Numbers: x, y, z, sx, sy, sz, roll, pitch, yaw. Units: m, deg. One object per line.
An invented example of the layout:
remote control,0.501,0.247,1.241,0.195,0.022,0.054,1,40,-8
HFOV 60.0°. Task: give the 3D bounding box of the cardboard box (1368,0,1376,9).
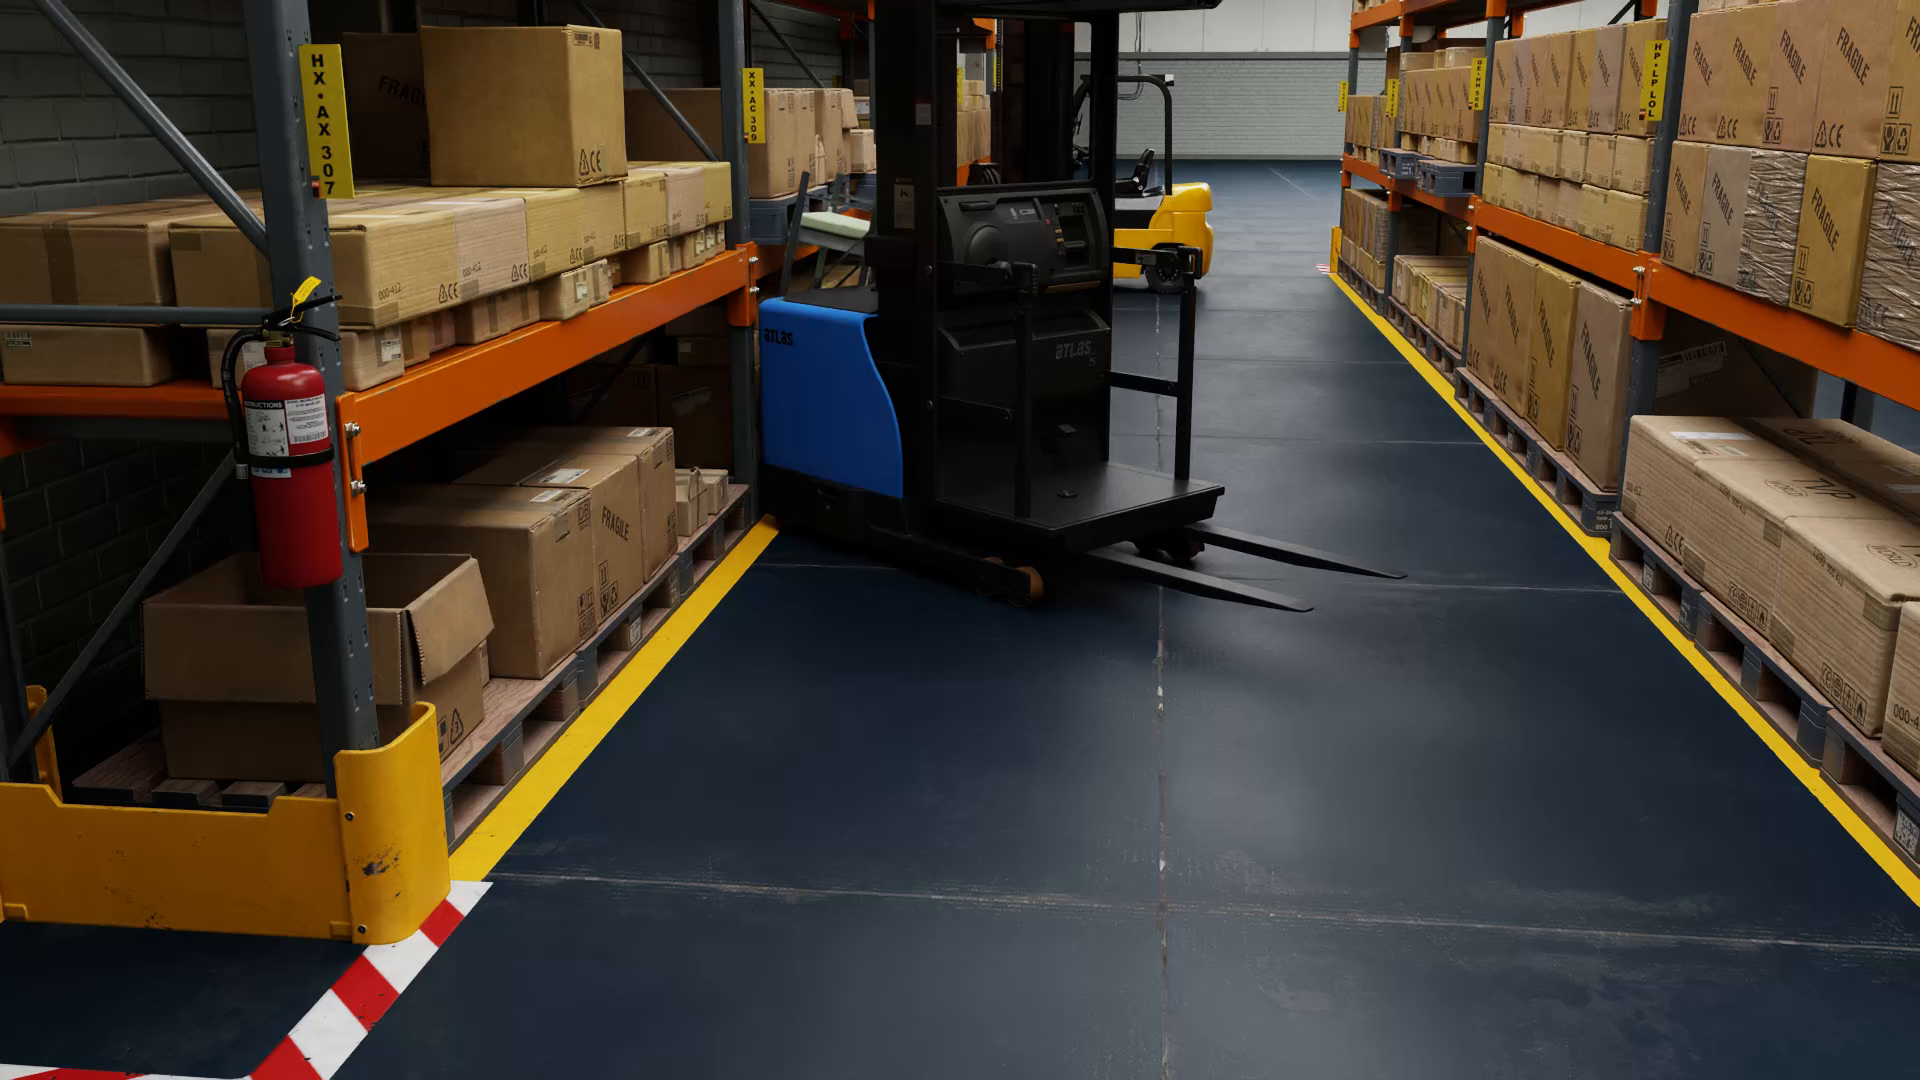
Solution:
cardboard box,4.316,-5.426,16.716,0.380,0.149,0.250,2,15,7

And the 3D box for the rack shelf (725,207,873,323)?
rack shelf,-1.243,-1.715,9.636,1.077,0.370,4.000,2,15,6

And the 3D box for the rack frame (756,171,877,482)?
rack frame,-0.708,-0.970,7.948,0.400,1.500,0.023,14,13,5

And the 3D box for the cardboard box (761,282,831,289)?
cardboard box,-0.997,-1.484,10.146,0.380,0.149,0.250,1,15,5

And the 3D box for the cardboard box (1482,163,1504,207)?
cardboard box,3.610,-2.244,10.501,0.500,0.250,0.500,1,15,5

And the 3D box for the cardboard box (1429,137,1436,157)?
cardboard box,3.815,-3.013,12.736,0.380,0.149,0.250,1,15,4

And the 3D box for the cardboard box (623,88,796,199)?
cardboard box,-1.192,-1.913,7.996,0.700,0.500,0.500,2,15,8

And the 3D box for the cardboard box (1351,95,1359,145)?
cardboard box,4.434,-4.453,17.624,0.500,0.500,0.500,2,15,8

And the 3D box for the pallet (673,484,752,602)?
pallet,-1.547,-0.019,7.329,1.003,0.211,1.213,2,15,6

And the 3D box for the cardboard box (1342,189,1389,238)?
cardboard box,4.450,-3.541,18.037,0.500,0.500,0.500,1,15,4

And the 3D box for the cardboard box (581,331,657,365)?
cardboard box,-1.714,-0.957,8.195,0.380,0.149,0.250,1,15,4

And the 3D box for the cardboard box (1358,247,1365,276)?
cardboard box,4.278,-2.780,16.660,0.500,0.250,0.500,2,15,7

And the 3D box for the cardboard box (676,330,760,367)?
cardboard box,-1.164,-0.938,8.126,0.380,0.149,0.250,2,15,9

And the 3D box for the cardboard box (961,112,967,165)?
cardboard box,-0.214,-3.910,16.183,0.500,0.500,0.500,2,15,7

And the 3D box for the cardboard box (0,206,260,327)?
cardboard box,-2.132,-0.704,4.238,0.500,0.250,0.500,2,15,8

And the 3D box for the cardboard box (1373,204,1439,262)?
cardboard box,4.167,-2.872,15.563,0.500,0.500,0.500,1,15,5

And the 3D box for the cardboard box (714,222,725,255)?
cardboard box,-1.254,-1.332,7.323,0.380,0.149,0.250,2,15,7

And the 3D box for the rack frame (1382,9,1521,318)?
rack frame,4.367,-3.473,14.760,1.000,3.000,0.127,2,15,6

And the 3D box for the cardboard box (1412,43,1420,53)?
cardboard box,4.763,-4.655,16.452,0.700,0.500,0.500,2,15,6

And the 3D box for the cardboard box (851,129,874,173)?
cardboard box,-0.815,-2.428,10.378,0.500,0.250,0.500,1,15,4

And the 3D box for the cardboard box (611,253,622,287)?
cardboard box,-1.464,-0.998,6.087,0.380,0.149,0.250,2,15,7

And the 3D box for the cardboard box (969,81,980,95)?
cardboard box,0.010,-4.728,17.396,0.380,0.149,0.250,2,15,7

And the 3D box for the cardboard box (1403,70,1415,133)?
cardboard box,3.973,-3.625,13.755,0.500,0.500,0.500,2,15,6

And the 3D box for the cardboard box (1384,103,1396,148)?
cardboard box,4.170,-3.788,15.162,0.500,0.500,0.500,1,15,5

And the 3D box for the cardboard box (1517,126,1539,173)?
cardboard box,3.485,-2.218,9.446,0.500,0.250,0.500,2,15,6

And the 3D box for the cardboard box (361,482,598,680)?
cardboard box,-1.622,0.121,5.451,0.700,0.500,0.500,2,15,9

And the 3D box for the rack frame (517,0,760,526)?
rack frame,-1.469,-1.544,7.624,1.000,3.000,0.127,2,15,6

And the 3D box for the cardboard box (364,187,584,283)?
cardboard box,-1.490,-0.949,5.144,0.500,0.250,0.500,1,15,5

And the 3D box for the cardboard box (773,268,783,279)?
cardboard box,-1.386,-1.764,11.181,0.380,0.149,0.250,2,15,9

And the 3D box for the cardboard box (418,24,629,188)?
cardboard box,-1.432,-1.438,5.515,0.500,0.500,0.500,2,15,8

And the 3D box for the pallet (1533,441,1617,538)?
pallet,3.476,-0.255,8.199,1.003,0.211,1.213,2,15,6

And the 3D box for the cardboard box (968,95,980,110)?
cardboard box,0.004,-4.586,17.440,0.380,0.149,0.250,2,15,7

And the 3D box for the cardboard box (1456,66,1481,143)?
cardboard box,3.690,-2.956,11.283,0.500,0.500,0.500,1,15,5

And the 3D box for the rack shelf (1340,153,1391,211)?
rack shelf,4.592,-3.645,16.772,1.077,0.370,4.000,2,15,6

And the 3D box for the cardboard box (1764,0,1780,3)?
cardboard box,3.082,-1.971,5.855,0.380,0.149,0.250,2,15,6

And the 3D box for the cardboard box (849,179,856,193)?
cardboard box,-0.724,-2.616,11.879,0.500,0.250,0.500,2,15,6

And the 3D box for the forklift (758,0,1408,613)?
forklift,0.427,-1.296,6.840,1.130,2.935,3.031,-14,20,-41

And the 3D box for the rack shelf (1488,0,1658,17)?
rack shelf,3.690,-3.018,8.708,1.077,0.370,4.000,2,15,6

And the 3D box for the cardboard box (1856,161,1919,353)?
cardboard box,2.924,-0.805,4.703,0.500,0.500,0.500,2,15,8

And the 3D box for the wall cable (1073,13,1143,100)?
wall cable,3.943,-14.405,49.643,3.097,2.526,0.112,2,15,6

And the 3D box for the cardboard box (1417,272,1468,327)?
cardboard box,4.155,-1.904,13.188,0.950,0.372,0.625,2,15,8

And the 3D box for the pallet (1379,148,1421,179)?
pallet,4.136,-3.187,14.068,1.003,0.211,1.213,2,15,6

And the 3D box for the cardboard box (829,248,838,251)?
cardboard box,-0.867,-1.968,12.940,0.875,0.625,0.625,2,15,8

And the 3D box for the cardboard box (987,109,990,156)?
cardboard box,0.091,-4.569,18.620,0.500,0.500,0.500,1,15,5

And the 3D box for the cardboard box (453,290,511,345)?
cardboard box,-1.543,-0.662,4.846,0.380,0.149,0.250,2,15,8

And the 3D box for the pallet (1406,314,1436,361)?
pallet,4.145,-1.608,13.204,1.003,0.211,1.213,2,15,6

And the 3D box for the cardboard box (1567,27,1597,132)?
cardboard box,3.393,-2.318,8.380,0.500,0.500,0.500,2,15,8

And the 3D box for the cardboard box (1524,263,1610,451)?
cardboard box,3.549,-0.973,8.780,0.875,0.875,0.875,2,15,8

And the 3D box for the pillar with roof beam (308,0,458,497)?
pillar with roof beam,1.835,-4.159,5.802,9.100,9.000,0.400,2,15,6

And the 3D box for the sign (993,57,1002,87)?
sign,0.423,-5.310,18.879,0.100,0.325,0.005,2,15,6

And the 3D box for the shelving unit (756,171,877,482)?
shelving unit,-0.654,-1.043,8.303,0.431,1.500,0.755,14,13,5

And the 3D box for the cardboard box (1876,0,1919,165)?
cardboard box,2.919,-1.288,4.573,0.500,0.500,0.500,2,15,6

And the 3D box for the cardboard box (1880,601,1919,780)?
cardboard box,2.988,0.499,4.174,0.875,0.438,0.875,1,15,4

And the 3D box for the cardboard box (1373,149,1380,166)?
cardboard box,4.211,-3.708,16.109,0.380,0.149,0.250,1,15,5

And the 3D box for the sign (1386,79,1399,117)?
sign,3.827,-3.905,14.699,0.100,0.325,0.005,2,15,6

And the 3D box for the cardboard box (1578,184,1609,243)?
cardboard box,3.323,-1.582,8.053,0.500,0.250,0.500,1,15,5
